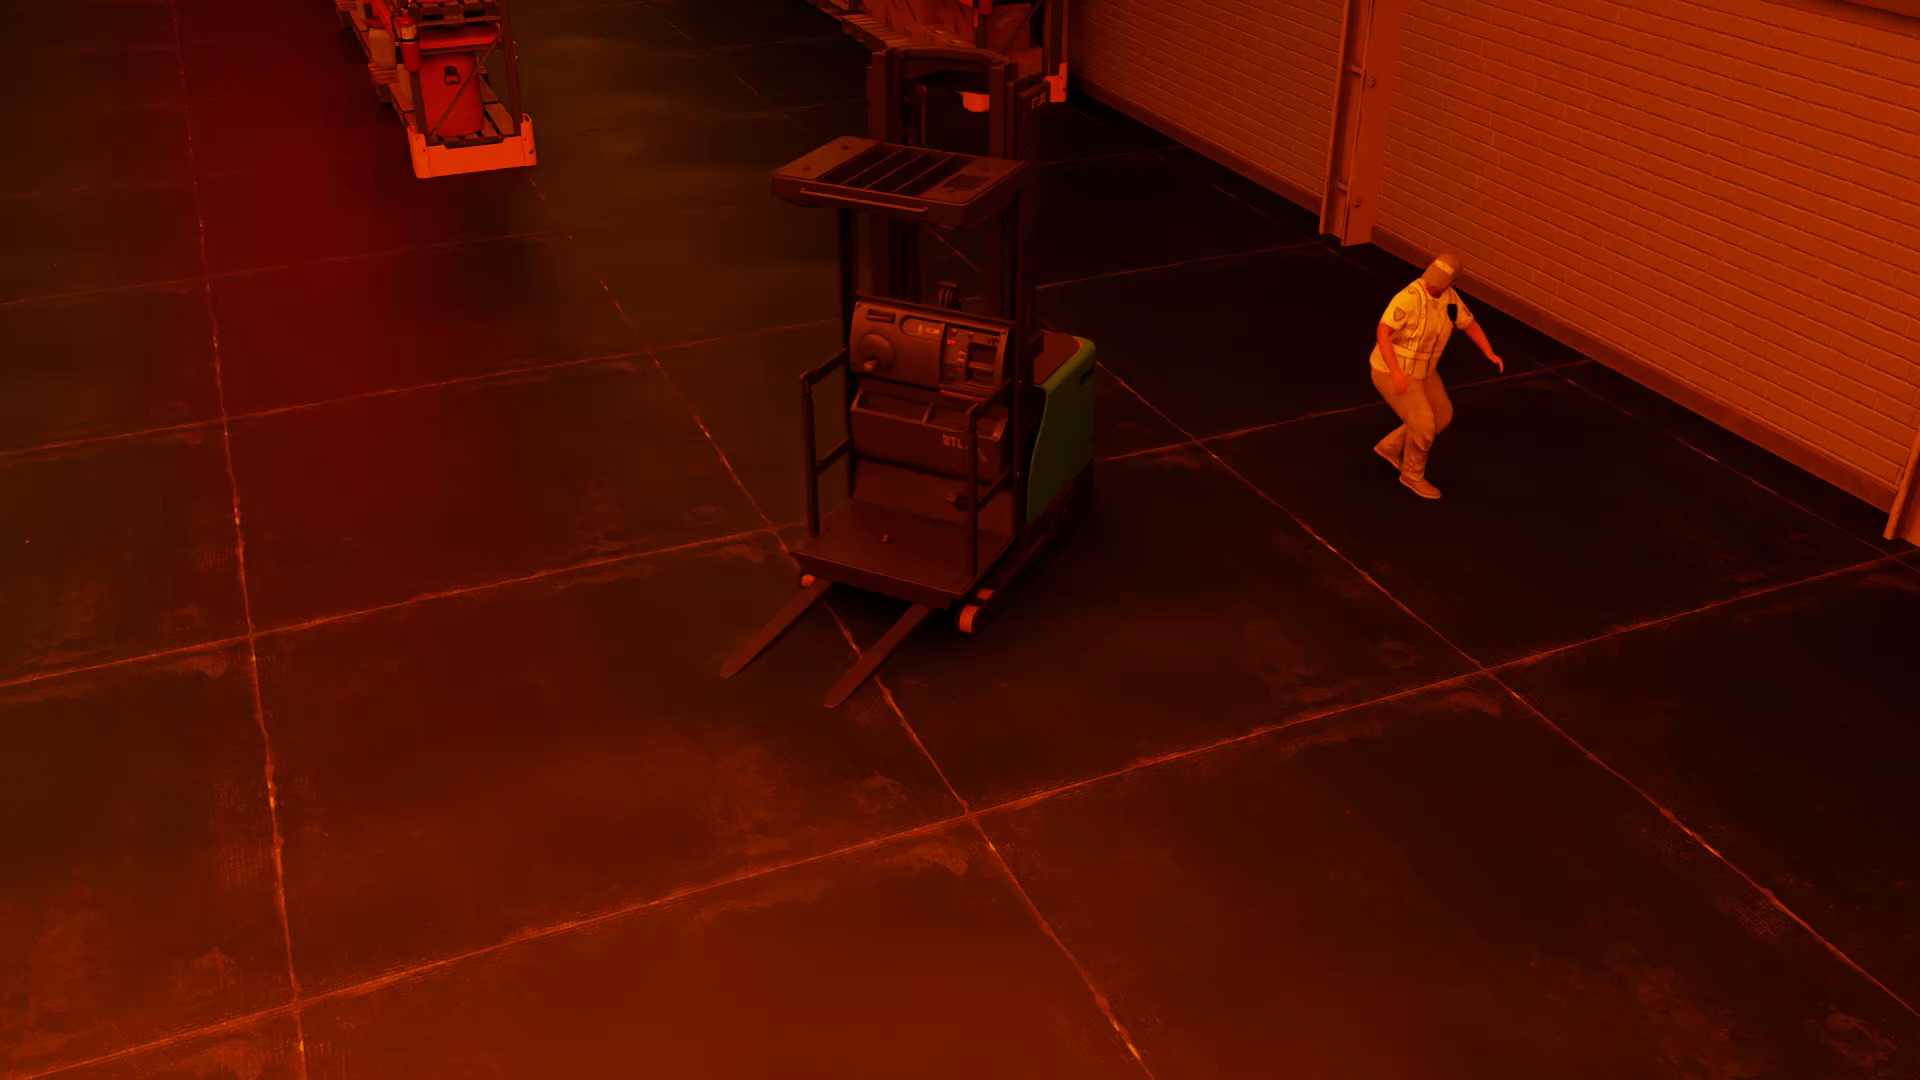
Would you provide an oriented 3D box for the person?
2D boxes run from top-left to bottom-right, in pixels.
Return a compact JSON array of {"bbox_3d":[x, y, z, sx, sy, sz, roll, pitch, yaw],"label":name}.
[{"bbox_3d":[2.904,-1.010,10.275,0.779,1.555,0.744,-24,38,-36],"label":"person"}]

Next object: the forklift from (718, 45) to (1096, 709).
[{"bbox_3d":[-0.264,-0.999,8.867,1.130,2.935,3.031,14,32,22],"label":"forklift"}]
